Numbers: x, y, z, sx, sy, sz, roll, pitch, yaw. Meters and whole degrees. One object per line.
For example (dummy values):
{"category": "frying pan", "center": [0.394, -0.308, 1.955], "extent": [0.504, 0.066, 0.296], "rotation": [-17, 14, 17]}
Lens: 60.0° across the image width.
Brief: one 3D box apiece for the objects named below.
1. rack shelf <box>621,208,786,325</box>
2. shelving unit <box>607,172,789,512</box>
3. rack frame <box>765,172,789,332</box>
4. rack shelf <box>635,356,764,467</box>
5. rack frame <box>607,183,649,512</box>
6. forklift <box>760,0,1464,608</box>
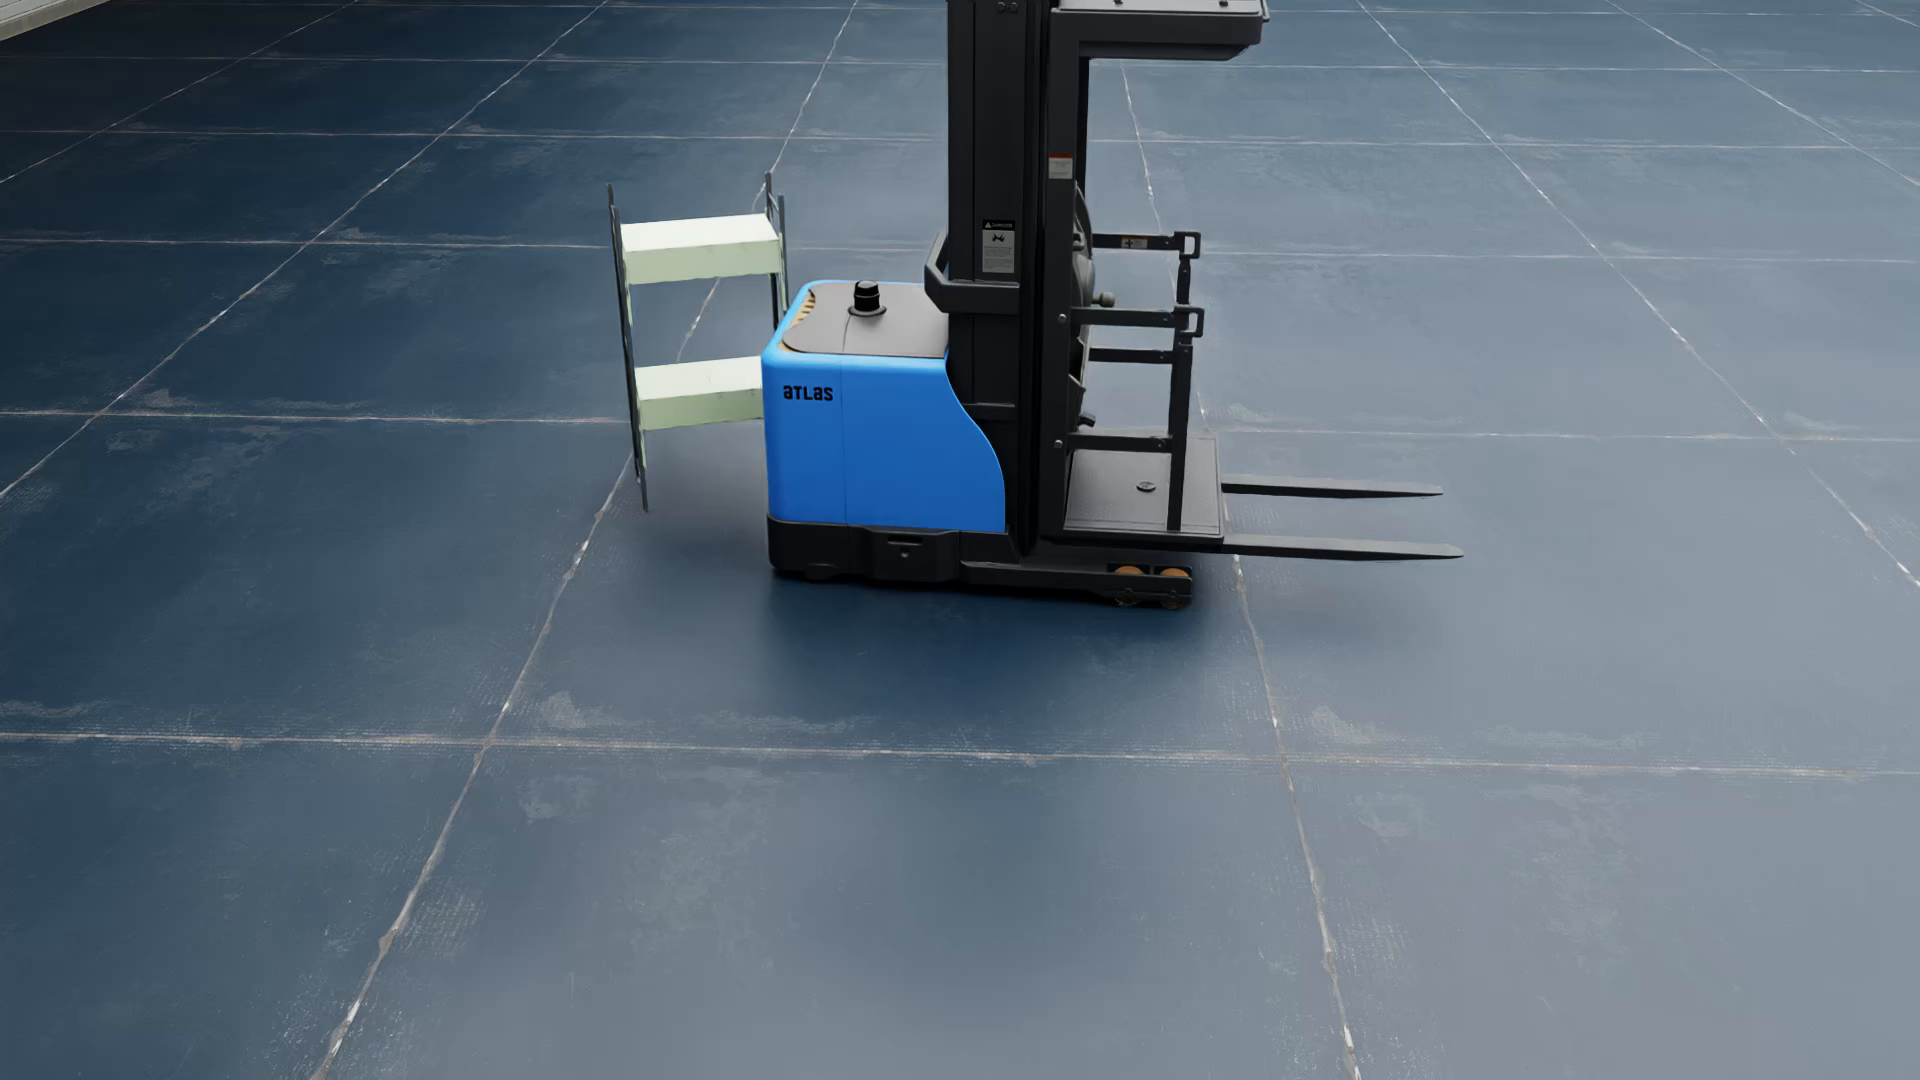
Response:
{"category": "rack shelf", "center": [-1.208, -1.277, 7.724], "extent": [0.720, 0.370, 0.431], "rotation": [-7, 29, -13]}
{"category": "shelving unit", "center": [-1.208, -0.932, 7.907], "extent": [0.755, 1.500, 0.431], "rotation": [-7, 29, -13]}
{"category": "rack frame", "center": [-0.854, -0.976, 7.990], "extent": [0.023, 1.500, 0.400], "rotation": [-7, 29, -13]}
{"category": "rack shelf", "center": [-1.208, -0.644, 8.059], "extent": [0.720, 0.370, 0.431], "rotation": [-7, 29, -13]}
{"category": "rack frame", "center": [-1.561, -0.888, 7.823], "extent": [0.023, 1.500, 0.400], "rotation": [-7, 29, -13]}
{"category": "forklift", "center": [0.700, -1.266, 7.008], "extent": [3.031, 2.935, 1.130], "rotation": [3, 28, 6]}
